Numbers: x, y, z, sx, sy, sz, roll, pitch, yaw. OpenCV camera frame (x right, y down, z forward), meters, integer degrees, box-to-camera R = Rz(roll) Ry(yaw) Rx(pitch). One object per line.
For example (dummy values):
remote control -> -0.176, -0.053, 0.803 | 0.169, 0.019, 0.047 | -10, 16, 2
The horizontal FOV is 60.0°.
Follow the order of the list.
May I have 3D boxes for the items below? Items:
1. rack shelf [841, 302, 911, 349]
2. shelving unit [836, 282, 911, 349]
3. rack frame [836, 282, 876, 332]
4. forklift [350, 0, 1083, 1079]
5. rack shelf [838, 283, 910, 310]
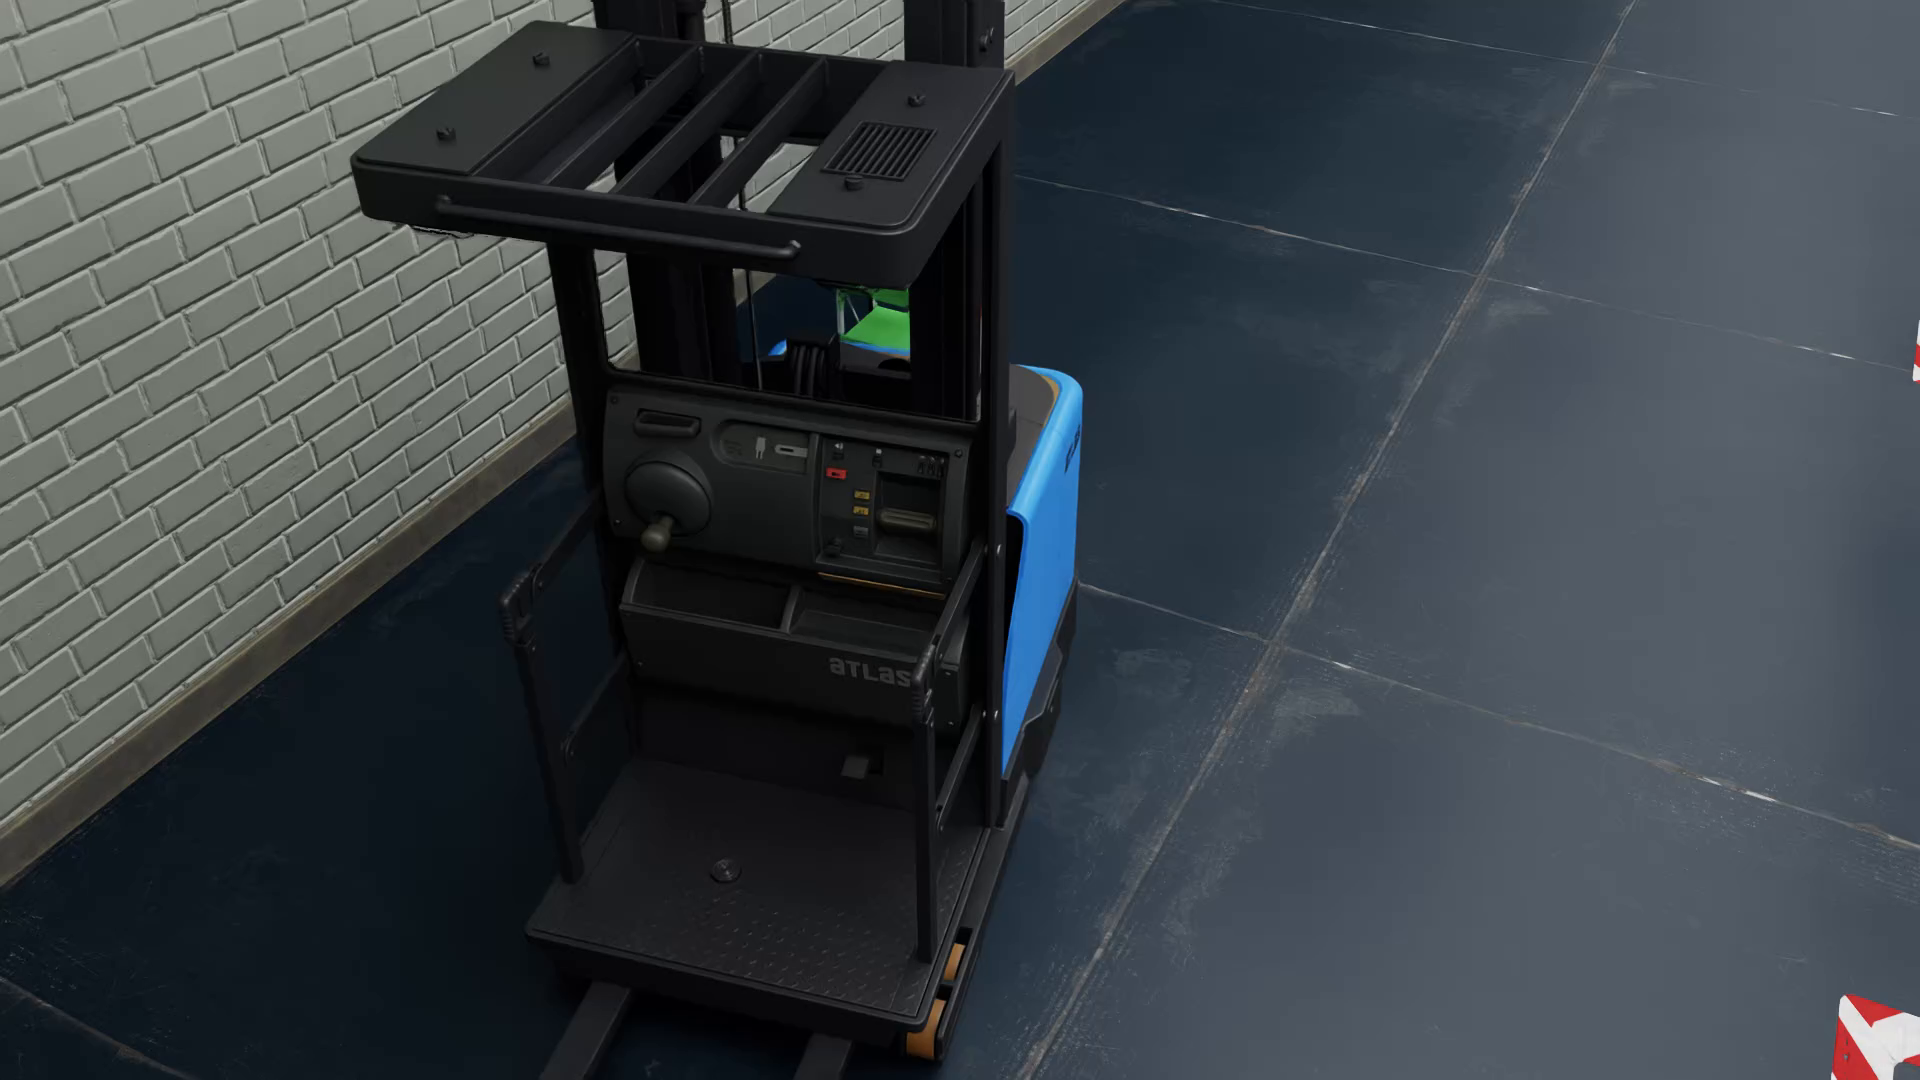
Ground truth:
rack shelf -> -0.147, -0.664, 5.841 | 0.480, 0.148, 0.258 | 17, 41, 21
shelving unit -> -0.147, -0.524, 5.948 | 0.503, 1.200, 0.258 | 17, 41, 21
rack frame -> -0.364, -0.592, 6.037 | 0.015, 1.200, 0.240 | 17, 41, 21
forklift -> -0.489, -0.053, 3.895 | 1.130, 2.935, 3.031 | 9, 38, 12
rack shelf -> -0.147, -0.855, 5.696 | 0.480, 0.148, 0.258 | 17, 41, 21
